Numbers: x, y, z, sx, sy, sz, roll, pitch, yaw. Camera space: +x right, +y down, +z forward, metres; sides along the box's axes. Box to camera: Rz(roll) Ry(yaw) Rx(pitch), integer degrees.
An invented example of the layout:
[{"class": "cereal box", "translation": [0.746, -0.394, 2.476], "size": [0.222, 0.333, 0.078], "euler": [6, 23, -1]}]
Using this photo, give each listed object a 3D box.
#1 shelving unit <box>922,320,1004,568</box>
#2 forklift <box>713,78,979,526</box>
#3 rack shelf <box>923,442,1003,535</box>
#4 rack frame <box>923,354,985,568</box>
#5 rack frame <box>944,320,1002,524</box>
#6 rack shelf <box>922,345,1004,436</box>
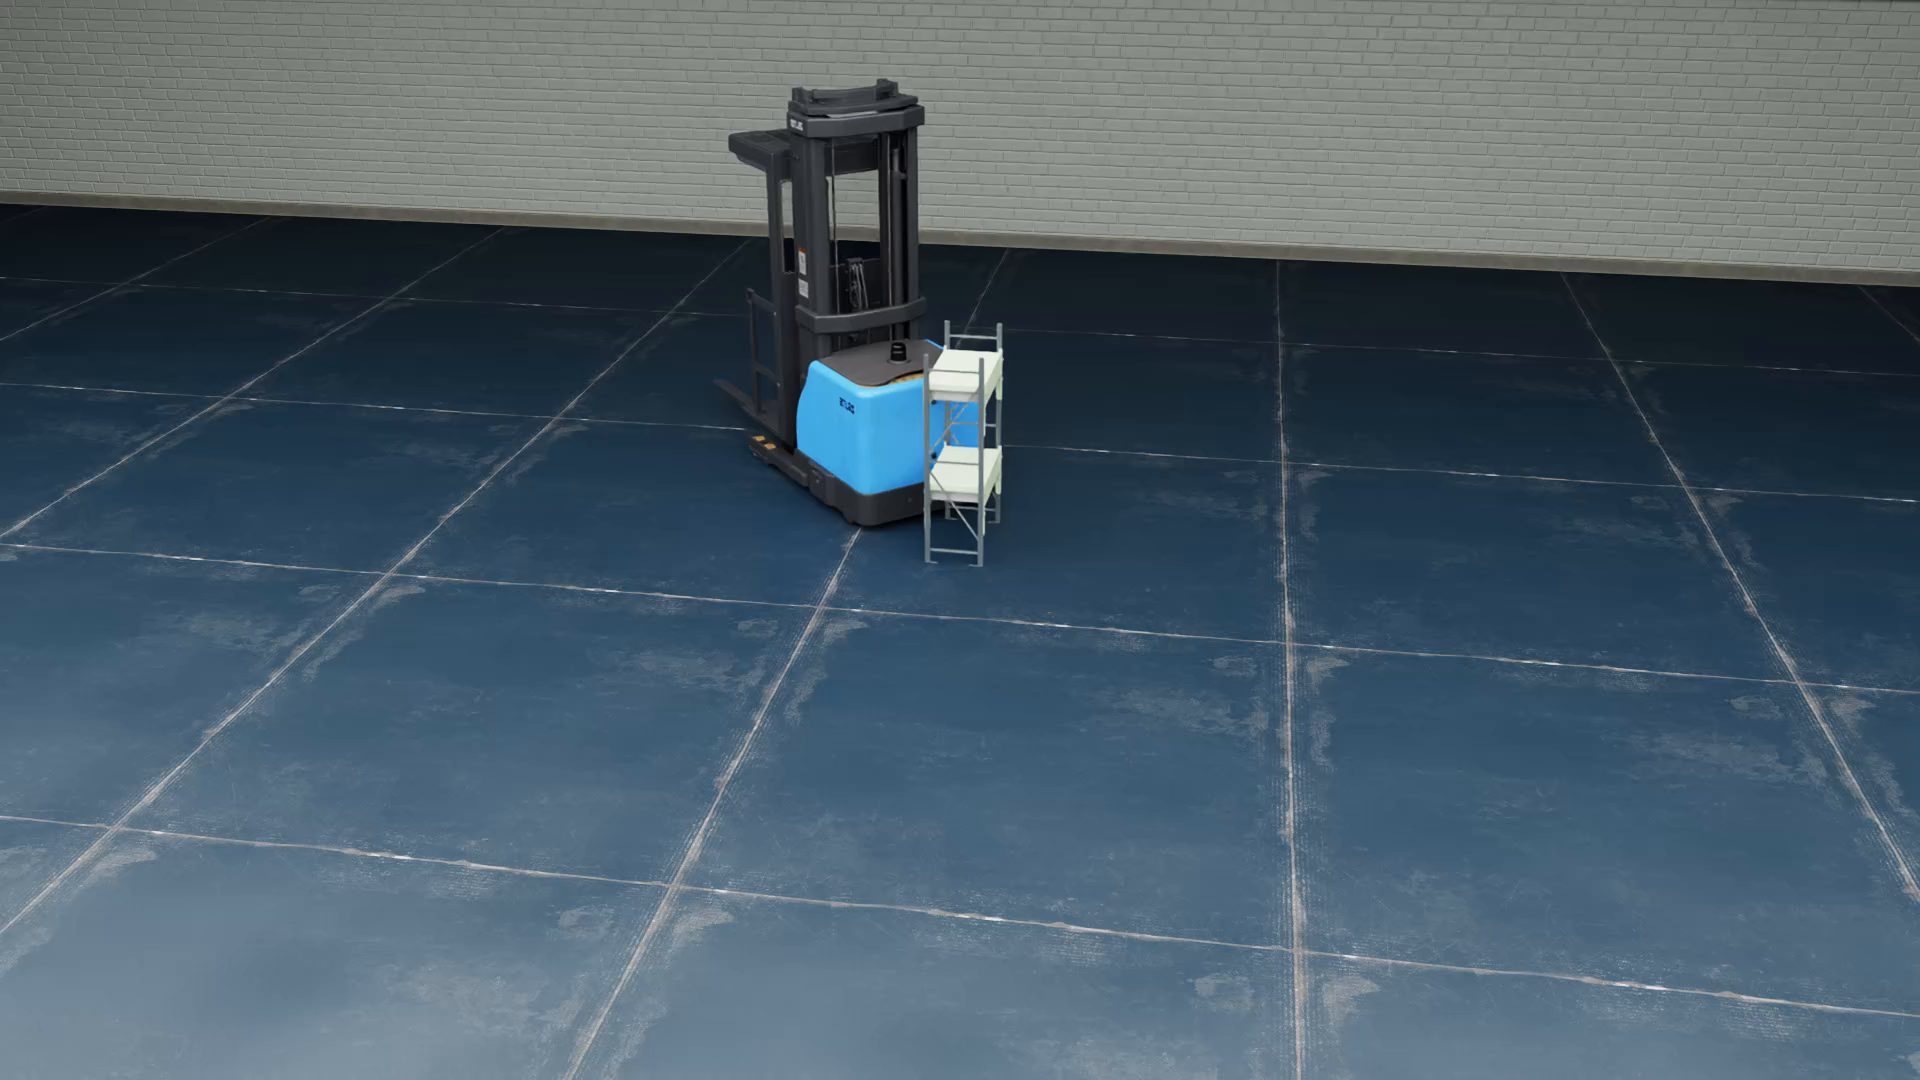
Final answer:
[{"class": "shelving unit", "translation": [0.026, -0.661, 11.393], "size": [0.431, 1.500, 0.755], "euler": [4, 25, 9]}, {"class": "forklift", "translation": [-1.021, -2.009, 12.586], "size": [1.130, 2.935, 3.031], "euler": [-15, 29, -28]}, {"class": "rack shelf", "translation": [0.026, -0.366, 11.531], "size": [0.431, 0.370, 0.720], "euler": [4, 25, 9]}, {"class": "rack frame", "translation": [-0.040, -0.508, 11.067], "size": [0.400, 1.500, 0.023], "euler": [4, 25, 9]}, {"class": "rack frame", "translation": [0.092, -0.814, 11.719], "size": [0.400, 1.500, 0.023], "euler": [4, 25, 9]}, {"class": "rack shelf", "translation": [0.026, -1.014, 11.228], "size": [0.431, 0.370, 0.720], "euler": [4, 25, 9]}]
